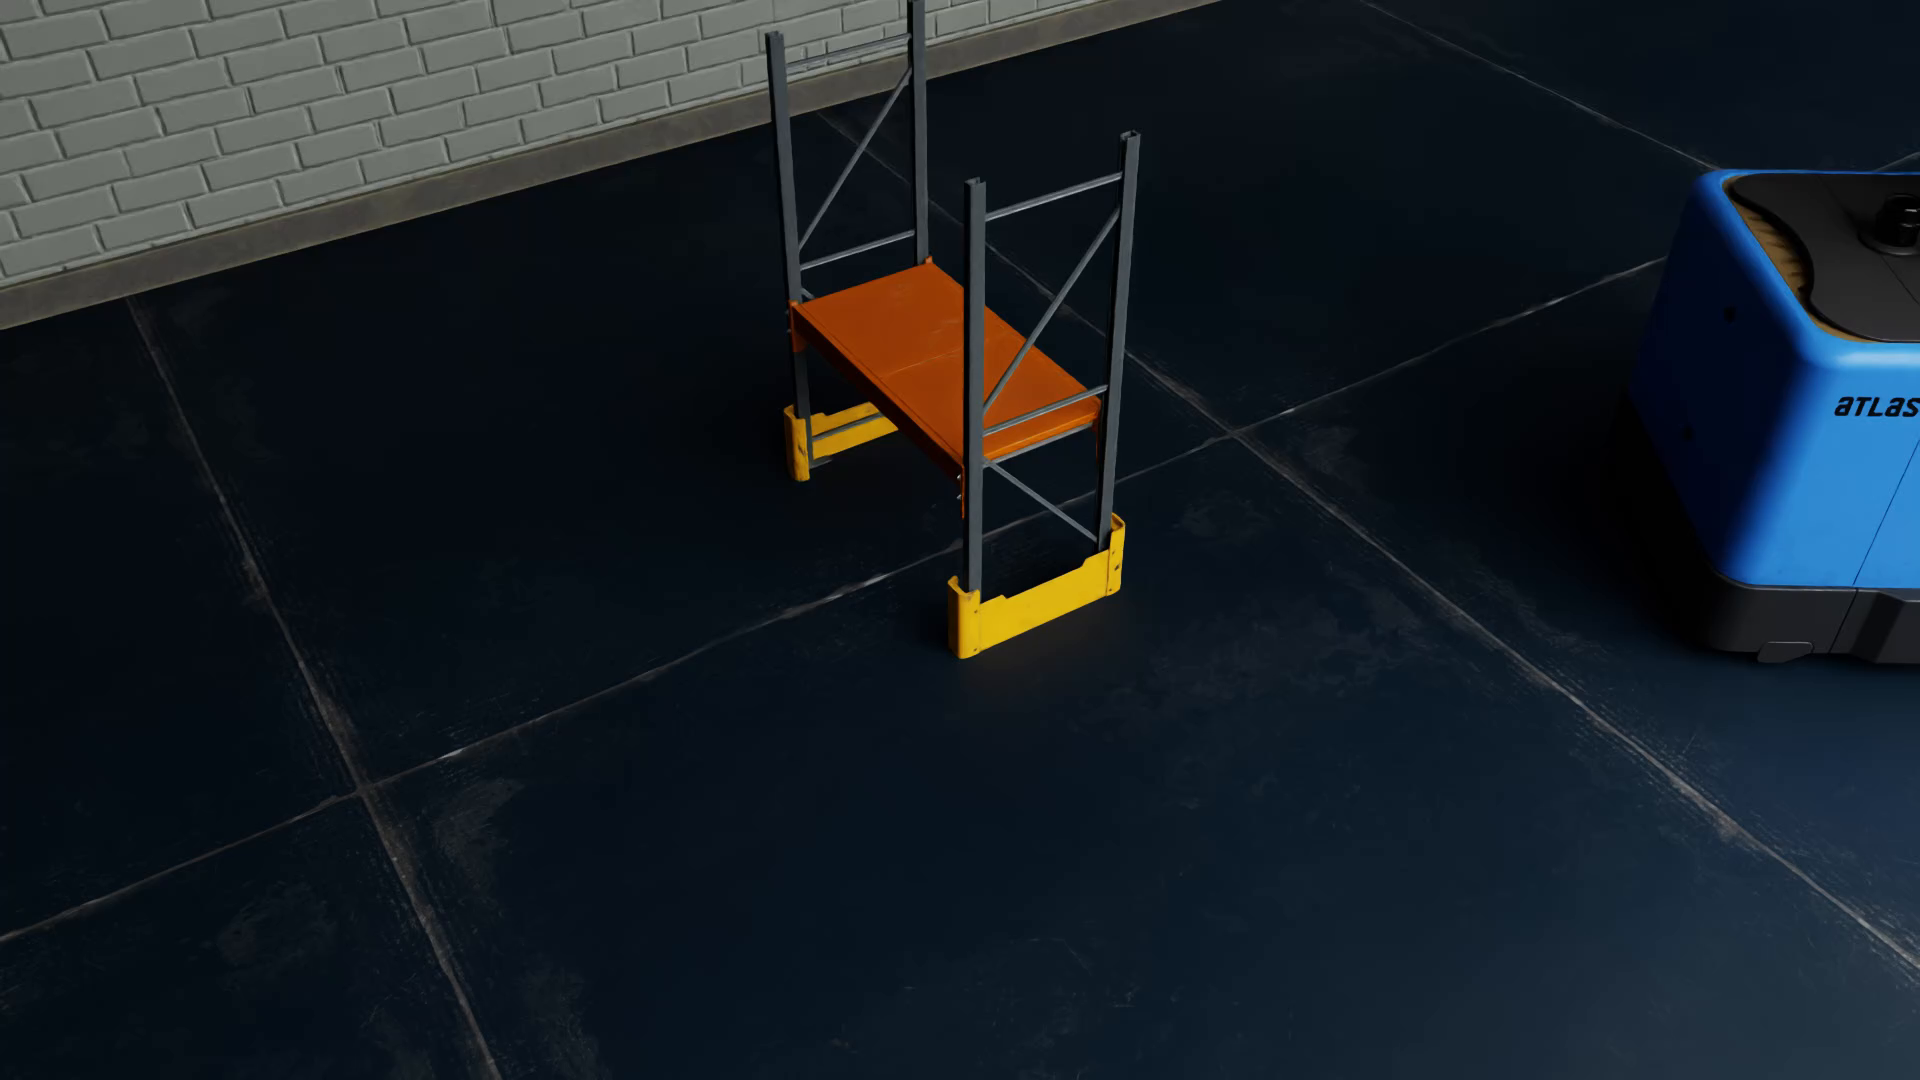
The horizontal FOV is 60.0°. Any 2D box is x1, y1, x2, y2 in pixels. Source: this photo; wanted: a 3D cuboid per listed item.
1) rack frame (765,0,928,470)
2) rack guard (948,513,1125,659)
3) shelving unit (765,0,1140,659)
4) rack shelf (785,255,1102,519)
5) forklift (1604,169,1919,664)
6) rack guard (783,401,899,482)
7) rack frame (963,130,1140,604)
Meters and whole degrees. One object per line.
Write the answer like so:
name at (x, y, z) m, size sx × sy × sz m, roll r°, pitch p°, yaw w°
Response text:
rack frame at (-0.319, -0.897, 5.154) m, size 0.500 × 1.500 × 0.032 m, roll -22°, pitch 45°, yaw -24°
rack guard at (0.227, 0.132, 4.897) m, size 0.587 × 0.250 × 0.087 m, roll -22°, pitch 45°, yaw -24°
shelving unit at (-0.041, -0.617, 4.819) m, size 0.587 × 1.500 × 1.083 m, roll -22°, pitch 45°, yaw -24°
rack shelf at (-0.046, -0.484, 4.940) m, size 0.538 × 0.185 × 1.000 m, roll -22°, pitch 45°, yaw -24°
forklift at (3.629, -1.062, 4.235) m, size 3.031 × 2.935 × 1.130 m, roll 1°, pitch 40°, yaw 1°
rack guard at (-0.309, -0.406, 5.542) m, size 0.587 × 0.250 × 0.087 m, roll -22°, pitch 45°, yaw -24°
rack frame at (0.227, -0.348, 4.496) m, size 0.500 × 1.500 × 0.032 m, roll -22°, pitch 45°, yaw -24°
